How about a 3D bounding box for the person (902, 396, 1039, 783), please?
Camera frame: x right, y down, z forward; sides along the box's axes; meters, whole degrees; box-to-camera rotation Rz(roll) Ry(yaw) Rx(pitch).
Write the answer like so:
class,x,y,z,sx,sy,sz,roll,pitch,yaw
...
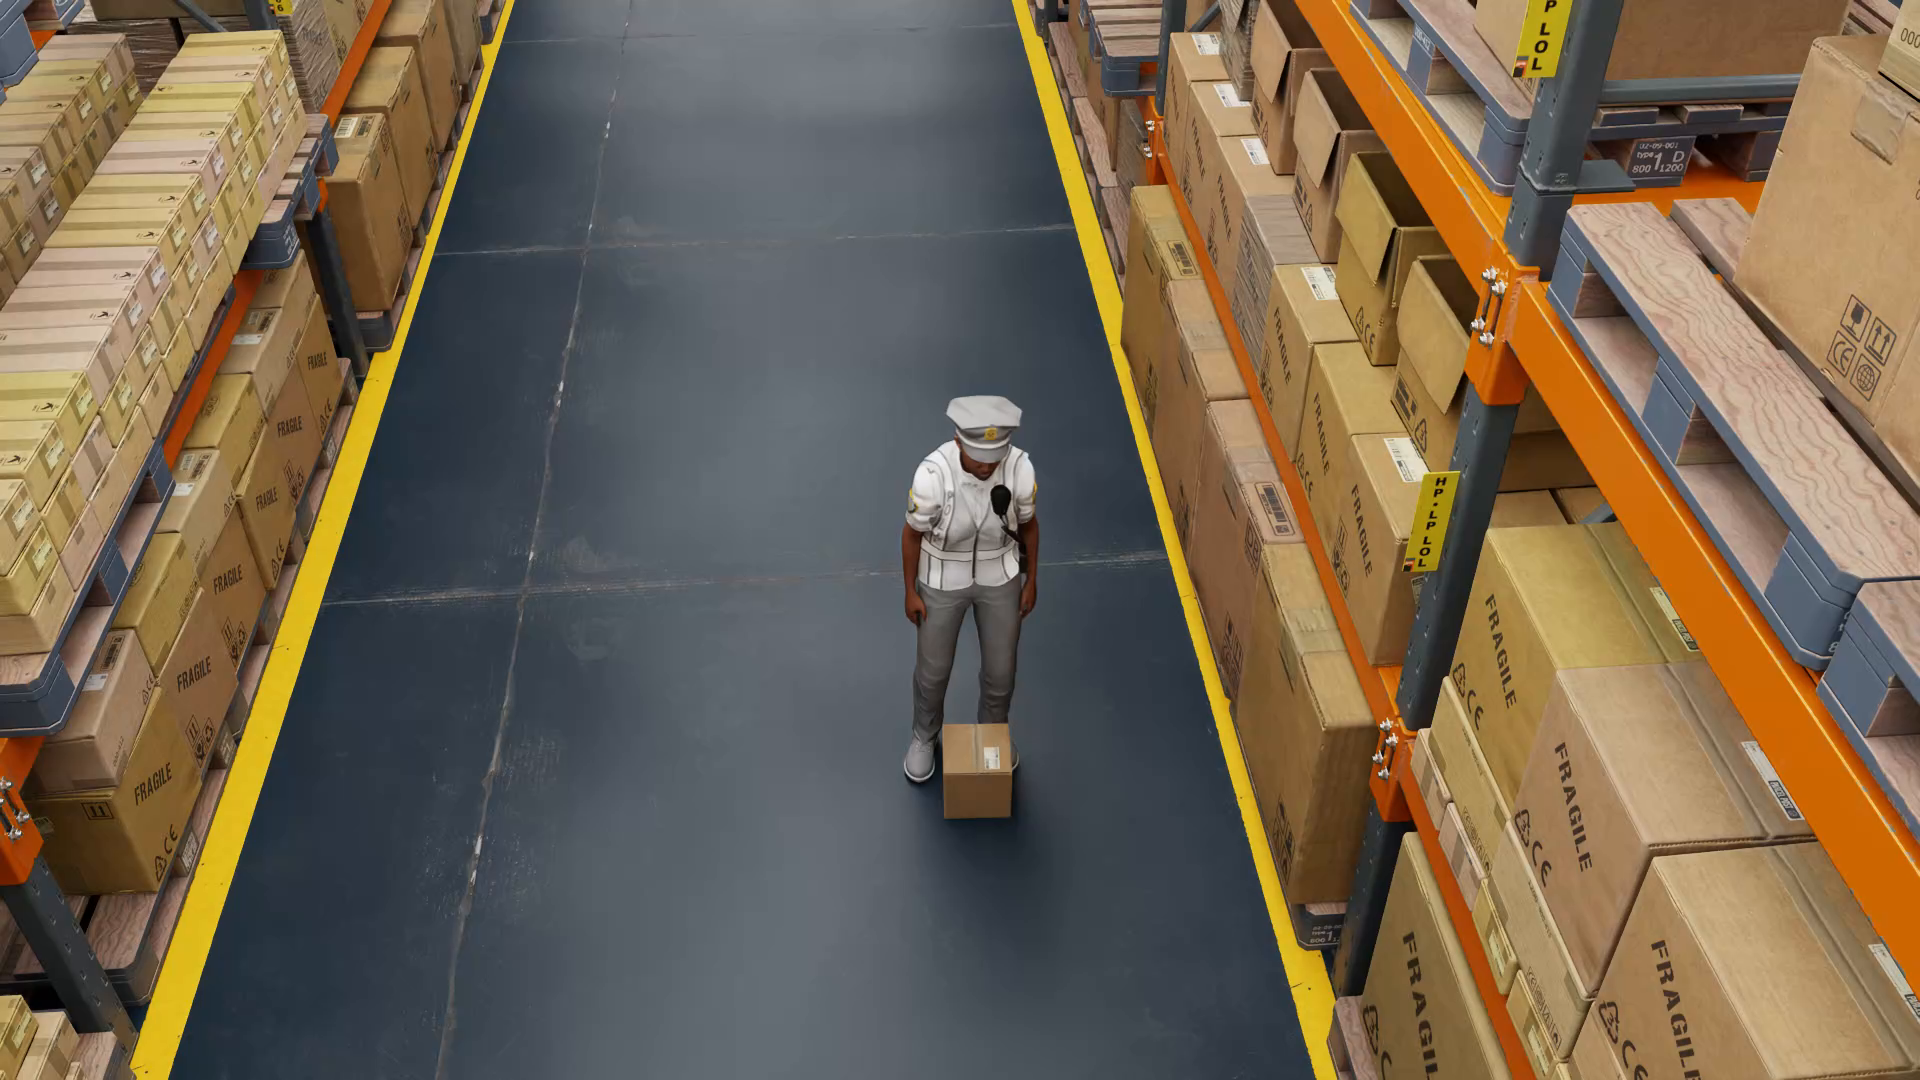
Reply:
class,x,y,z,sx,sy,sz,roll,pitch,yaw
person,0.030,0.169,5.952,0.517,1.656,0.397,-5,40,-6
